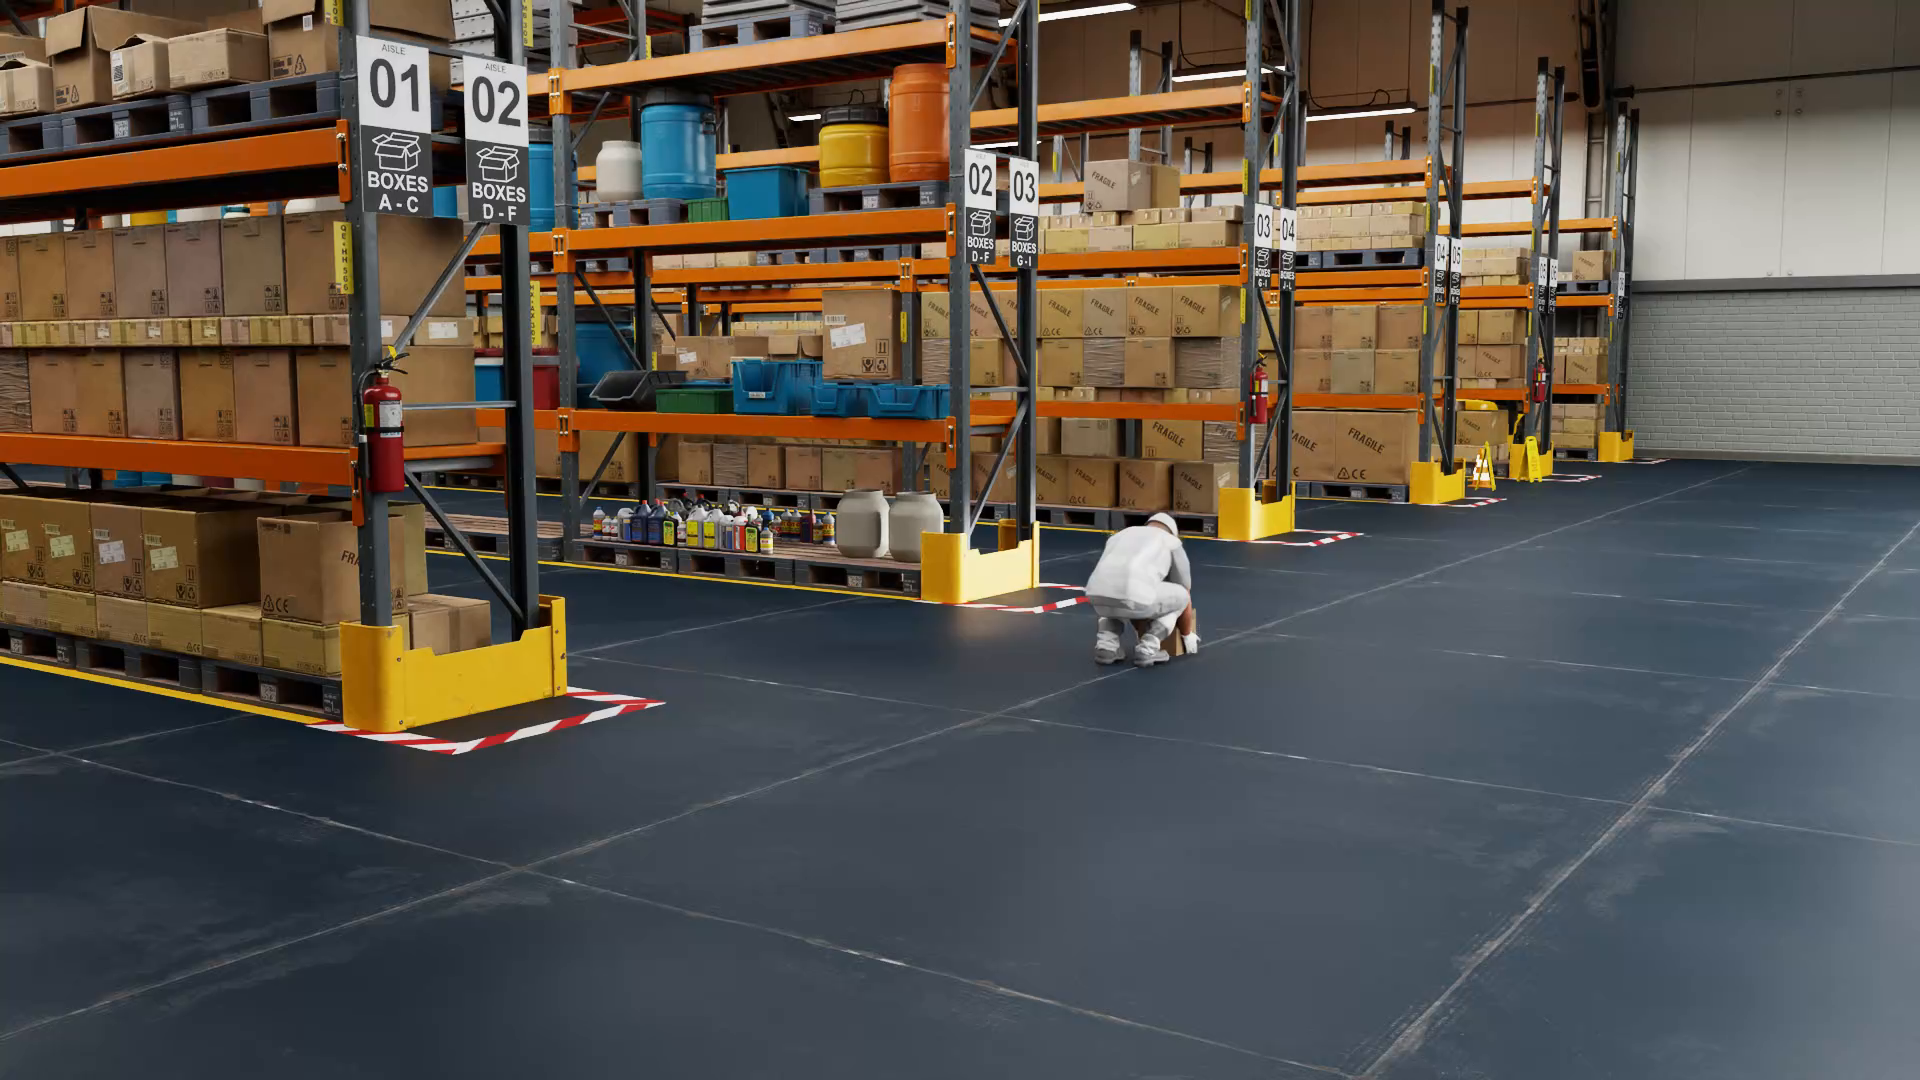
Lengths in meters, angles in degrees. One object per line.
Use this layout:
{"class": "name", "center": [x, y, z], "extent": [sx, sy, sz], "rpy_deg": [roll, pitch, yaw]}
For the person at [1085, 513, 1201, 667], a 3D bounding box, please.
{"class": "person", "center": [1.049, 0.309, 9.650], "extent": [0.547, 0.877, 0.901], "rpy_deg": [4, 7, 33]}
